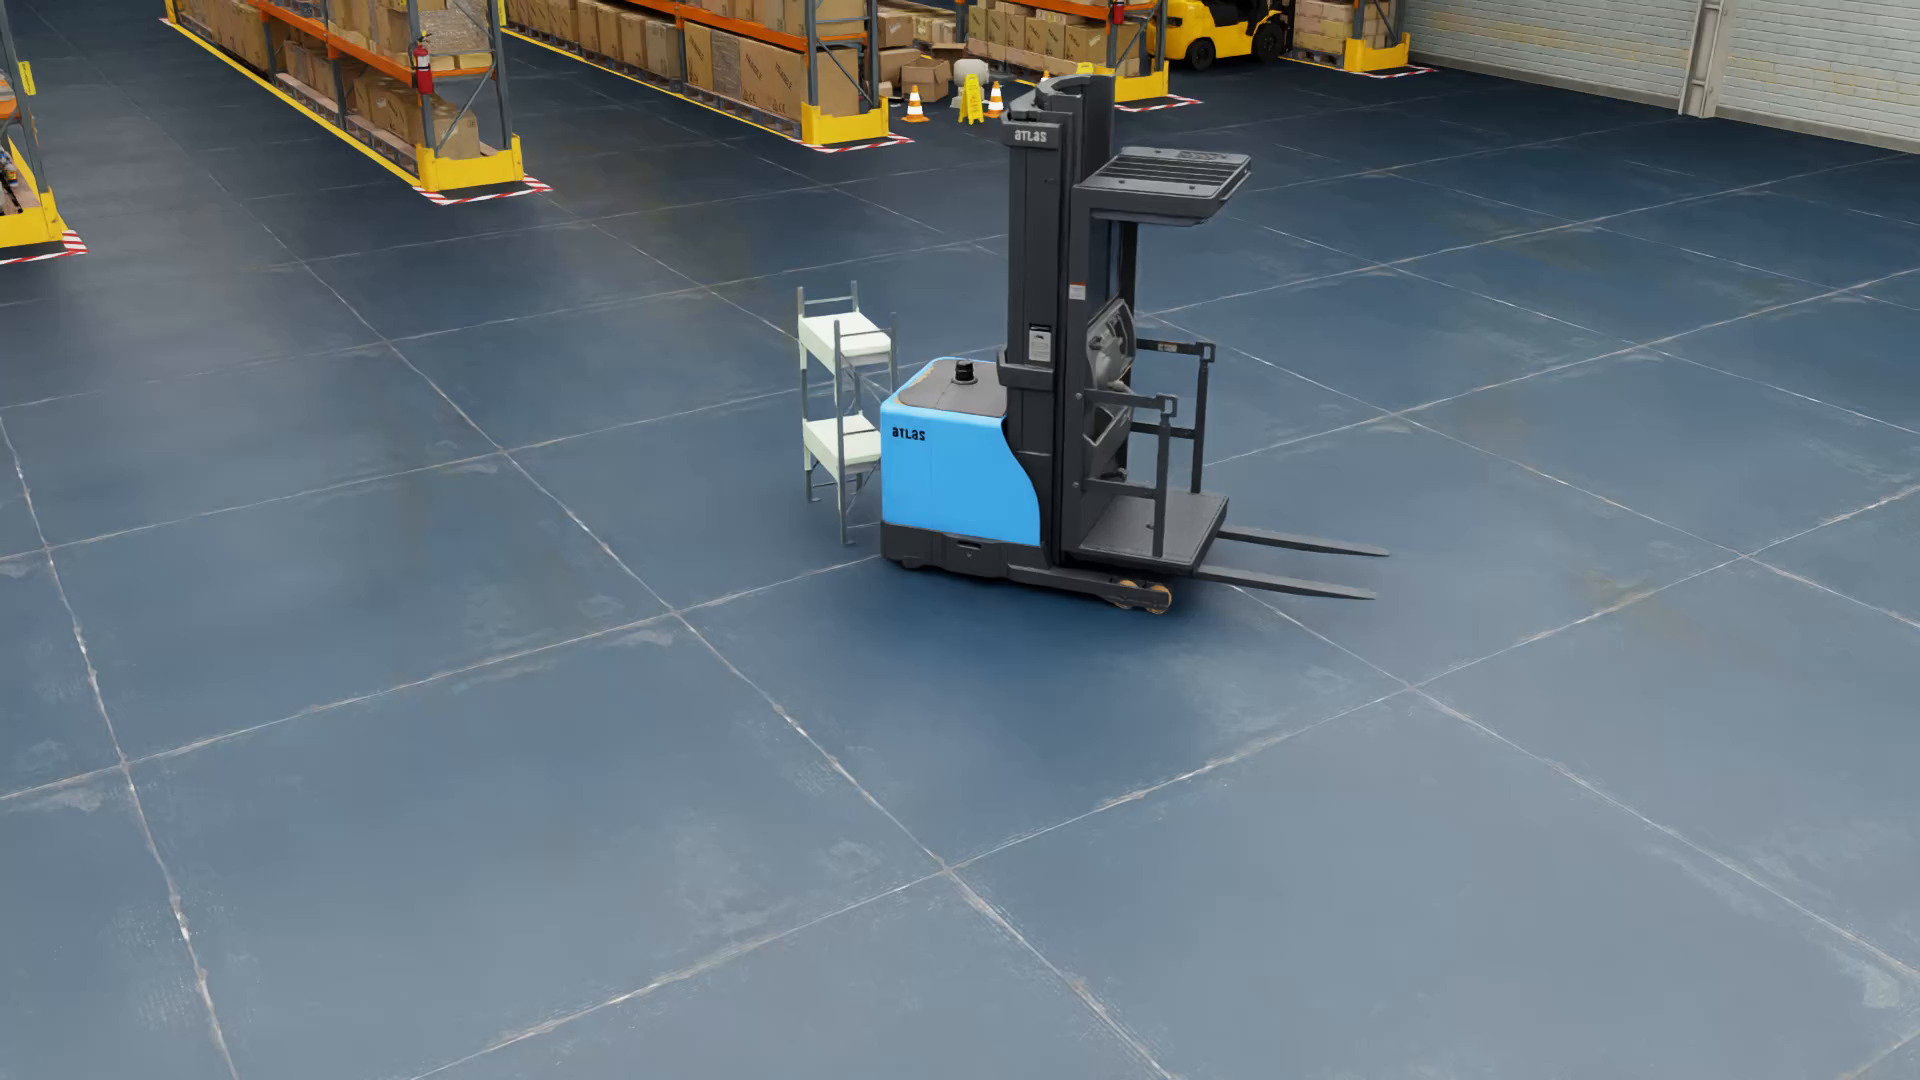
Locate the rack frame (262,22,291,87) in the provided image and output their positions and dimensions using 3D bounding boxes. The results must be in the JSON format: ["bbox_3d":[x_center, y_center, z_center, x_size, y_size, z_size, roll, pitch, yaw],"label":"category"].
[{"bbox_3d":[-10.100,-8.424,25.081,1.000,3.000,0.127,-16,29,-30],"label":"rack frame"}]

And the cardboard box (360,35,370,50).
[{"bbox_3d":[-7.222,-6.200,20.663,0.380,0.149,0.250,-16,29,-30],"label":"cardboard box"}]

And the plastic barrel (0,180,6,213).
[{"bbox_3d":[-10.306,-3.691,17.477,0.421,0.512,0.421,0,25,0],"label":"plastic barrel"}]

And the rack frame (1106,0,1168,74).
[{"bbox_3d":[2.570,-7.872,23.912,1.000,3.000,0.127,-16,29,-30],"label":"rack frame"}]

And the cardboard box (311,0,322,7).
[{"bbox_3d":[-8.233,-7.772,22.504,1.000,1.000,1.000,-15,29,-29],"label":"cardboard box"}]

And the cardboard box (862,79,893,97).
[{"bbox_3d":[-1.225,-6.691,24.613,0.396,0.266,0.258,-10,27,-21],"label":"cardboard box"}]

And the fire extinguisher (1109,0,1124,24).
[{"bbox_3d":[2.246,-7.689,23.614,0.296,0.674,0.183,-16,29,-30],"label":"fire extinguisher"}]

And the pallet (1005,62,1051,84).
[{"bbox_3d":[1.453,-7.373,26.121,1.003,0.211,1.213,-16,29,-30],"label":"pallet"}]

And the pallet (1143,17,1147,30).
[{"bbox_3d":[4.108,-9.455,30.530,1.003,0.211,1.213,-16,29,-30],"label":"pallet"}]

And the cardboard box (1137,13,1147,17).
[{"bbox_3d":[3.832,-10.040,30.795,0.875,0.625,0.625,-16,30,-30],"label":"cardboard box"}]

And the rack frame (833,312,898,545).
[{"bbox_3d":[-0.577,-0.681,10.437,0.400,1.500,0.023,-10,27,-20],"label":"rack frame"}]

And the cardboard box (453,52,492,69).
[{"bbox_3d":[-5.689,-5.607,19.407,0.380,0.149,0.250,-16,29,-30],"label":"cardboard box"}]

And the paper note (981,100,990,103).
[{"bbox_3d":[0.386,-6.404,24.280,0.142,0.019,0.148,18,31,33],"label":"paper note"}]

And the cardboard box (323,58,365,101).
[{"bbox_3d":[-8.479,-6.462,23.337,0.700,0.500,0.500,-16,29,-30],"label":"cardboard box"}]

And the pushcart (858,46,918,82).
[{"bbox_3d":[-1.497,-7.568,26.339,0.936,0.377,1.648,18,31,33],"label":"pushcart"}]

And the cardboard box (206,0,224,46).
[{"bbox_3d":[-11.918,-8.860,28.001,1.225,0.875,0.875,-15,29,-29],"label":"cardboard box"}]

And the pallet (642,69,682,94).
[{"bbox_3d":[-4.190,-7.111,25.565,1.003,0.211,1.213,-16,29,-30],"label":"pallet"}]

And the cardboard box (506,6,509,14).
[{"bbox_3d":[-8.573,-9.936,31.132,0.380,0.149,0.250,-15,29,-29],"label":"cardboard box"}]

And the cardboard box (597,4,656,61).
[{"bbox_3d":[-5.152,-8.166,26.677,1.050,0.750,0.750,-15,29,-29],"label":"cardboard box"}]

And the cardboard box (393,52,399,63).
[{"bbox_3d":[-6.501,-5.763,19.738,0.380,0.149,0.250,-16,29,-30],"label":"cardboard box"}]

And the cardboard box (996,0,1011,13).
[{"bbox_3d":[0.782,-8.366,26.049,0.380,0.149,0.250,-14,29,-28],"label":"cardboard box"}]

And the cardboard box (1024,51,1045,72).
[{"bbox_3d":[1.337,-7.418,25.679,0.500,0.250,0.500,-17,30,-31],"label":"cardboard box"}]

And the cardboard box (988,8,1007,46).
[{"bbox_3d":[0.784,-8.126,26.300,0.500,0.500,0.500,-14,29,-28],"label":"cardboard box"}]

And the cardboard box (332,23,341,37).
[{"bbox_3d":[-7.926,-6.640,21.597,0.380,0.149,0.250,-16,29,-30],"label":"cardboard box"}]

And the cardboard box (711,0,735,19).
[{"bbox_3d":[-2.979,-7.640,23.244,0.875,0.550,0.550,-16,29,-30],"label":"cardboard box"}]

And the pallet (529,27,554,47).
[{"bbox_3d":[-6.977,-8.999,29.565,1.003,0.211,1.213,-16,29,-30],"label":"pallet"}]

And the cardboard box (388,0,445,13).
[{"bbox_3d":[-6.241,-6.334,19.016,0.500,0.500,0.500,-16,29,-30],"label":"cardboard box"}]

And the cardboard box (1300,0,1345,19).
[{"bbox_3d":[5.930,-8.702,27.228,0.500,0.250,0.500,-15,29,-29],"label":"cardboard box"}]

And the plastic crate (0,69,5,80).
[{"bbox_3d":[-10.968,-5.198,18.557,0.530,0.136,0.437,-16,29,-30],"label":"plastic crate"}]

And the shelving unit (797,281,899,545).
[{"bbox_3d":[-0.716,-0.826,10.743,0.431,1.500,0.755,-10,27,-20],"label":"shelving unit"}]

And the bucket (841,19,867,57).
[{"bbox_3d":[-1.700,-7.809,25.832,0.726,0.611,0.620,-6,16,-12],"label":"bucket"}]

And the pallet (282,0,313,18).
[{"bbox_3d":[-8.986,-7.639,23.643,1.003,0.211,1.213,-16,29,-30],"label":"pallet"}]

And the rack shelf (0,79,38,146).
[{"bbox_3d":[-10.975,-4.799,18.244,1.077,0.370,4.000,-16,29,-30],"label":"rack shelf"}]

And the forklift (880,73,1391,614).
[{"bbox_3d":[1.075,-1.144,9.741,3.031,2.935,1.130,9,27,18],"label":"forklift"}]

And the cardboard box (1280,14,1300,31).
[{"bbox_3d":[5.635,-8.666,27.737,0.500,0.250,0.500,-16,30,-31],"label":"cardboard box"}]

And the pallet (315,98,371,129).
[{"bbox_3d":[-8.343,-6.011,23.235,1.003,0.211,1.213,-16,29,-30],"label":"pallet"}]

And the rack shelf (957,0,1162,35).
[{"bbox_3d":[1.478,-8.262,25.581,1.077,0.370,4.000,-16,29,-30],"label":"rack shelf"}]

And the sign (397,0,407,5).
[{"bbox_3d":[-6.209,-6.107,18.447,0.100,0.325,0.005,-16,29,-30],"label":"sign"}]

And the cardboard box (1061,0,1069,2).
[{"bbox_3d":[1.667,-8.089,24.666,0.380,0.149,0.250,-15,29,-29],"label":"cardboard box"}]

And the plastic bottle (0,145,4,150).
[{"bbox_3d":[-11.193,-4.493,19.341,0.144,0.351,0.185,-16,29,-30],"label":"plastic bottle"}]

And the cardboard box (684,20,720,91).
[{"bbox_3d":[-3.421,-7.101,24.276,0.875,0.875,0.875,-15,29,-29],"label":"cardboard box"}]

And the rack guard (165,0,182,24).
[{"bbox_3d":[-14.481,-10.164,31.695,1.175,0.500,0.348,-16,29,-30],"label":"rack guard"}]

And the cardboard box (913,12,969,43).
[{"bbox_3d":[-0.298,-8.748,28.353,0.950,0.372,0.625,-14,28,-26],"label":"cardboard box"}]

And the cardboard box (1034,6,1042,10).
[{"bbox_3d":[1.213,-8.258,26.580,0.500,0.500,0.500,-15,29,-29],"label":"cardboard box"}]

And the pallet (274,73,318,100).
[{"bbox_3d":[-9.675,-6.883,25.084,1.003,0.211,1.213,-16,29,-30],"label":"pallet"}]

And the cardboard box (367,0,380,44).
[{"bbox_3d":[-6.621,-6.285,20.085,0.875,0.500,0.500,-16,29,-30],"label":"cardboard box"}]

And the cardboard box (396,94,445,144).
[{"bbox_3d":[-6.741,-5.284,20.865,0.500,0.500,0.500,-13,28,-25],"label":"cardboard box"}]

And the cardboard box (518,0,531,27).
[{"bbox_3d":[-7.602,-9.519,29.837,0.500,0.500,0.500,-14,29,-27],"label":"cardboard box"}]

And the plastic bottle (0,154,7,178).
[{"bbox_3d":[-10.853,-4.253,18.927,0.097,0.271,0.097,0,25,0],"label":"plastic bottle"}]

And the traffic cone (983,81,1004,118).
[{"bbox_3d":[0.510,-6.198,23.337,0.336,0.463,0.334,-16,29,-30],"label":"traffic cone"}]
